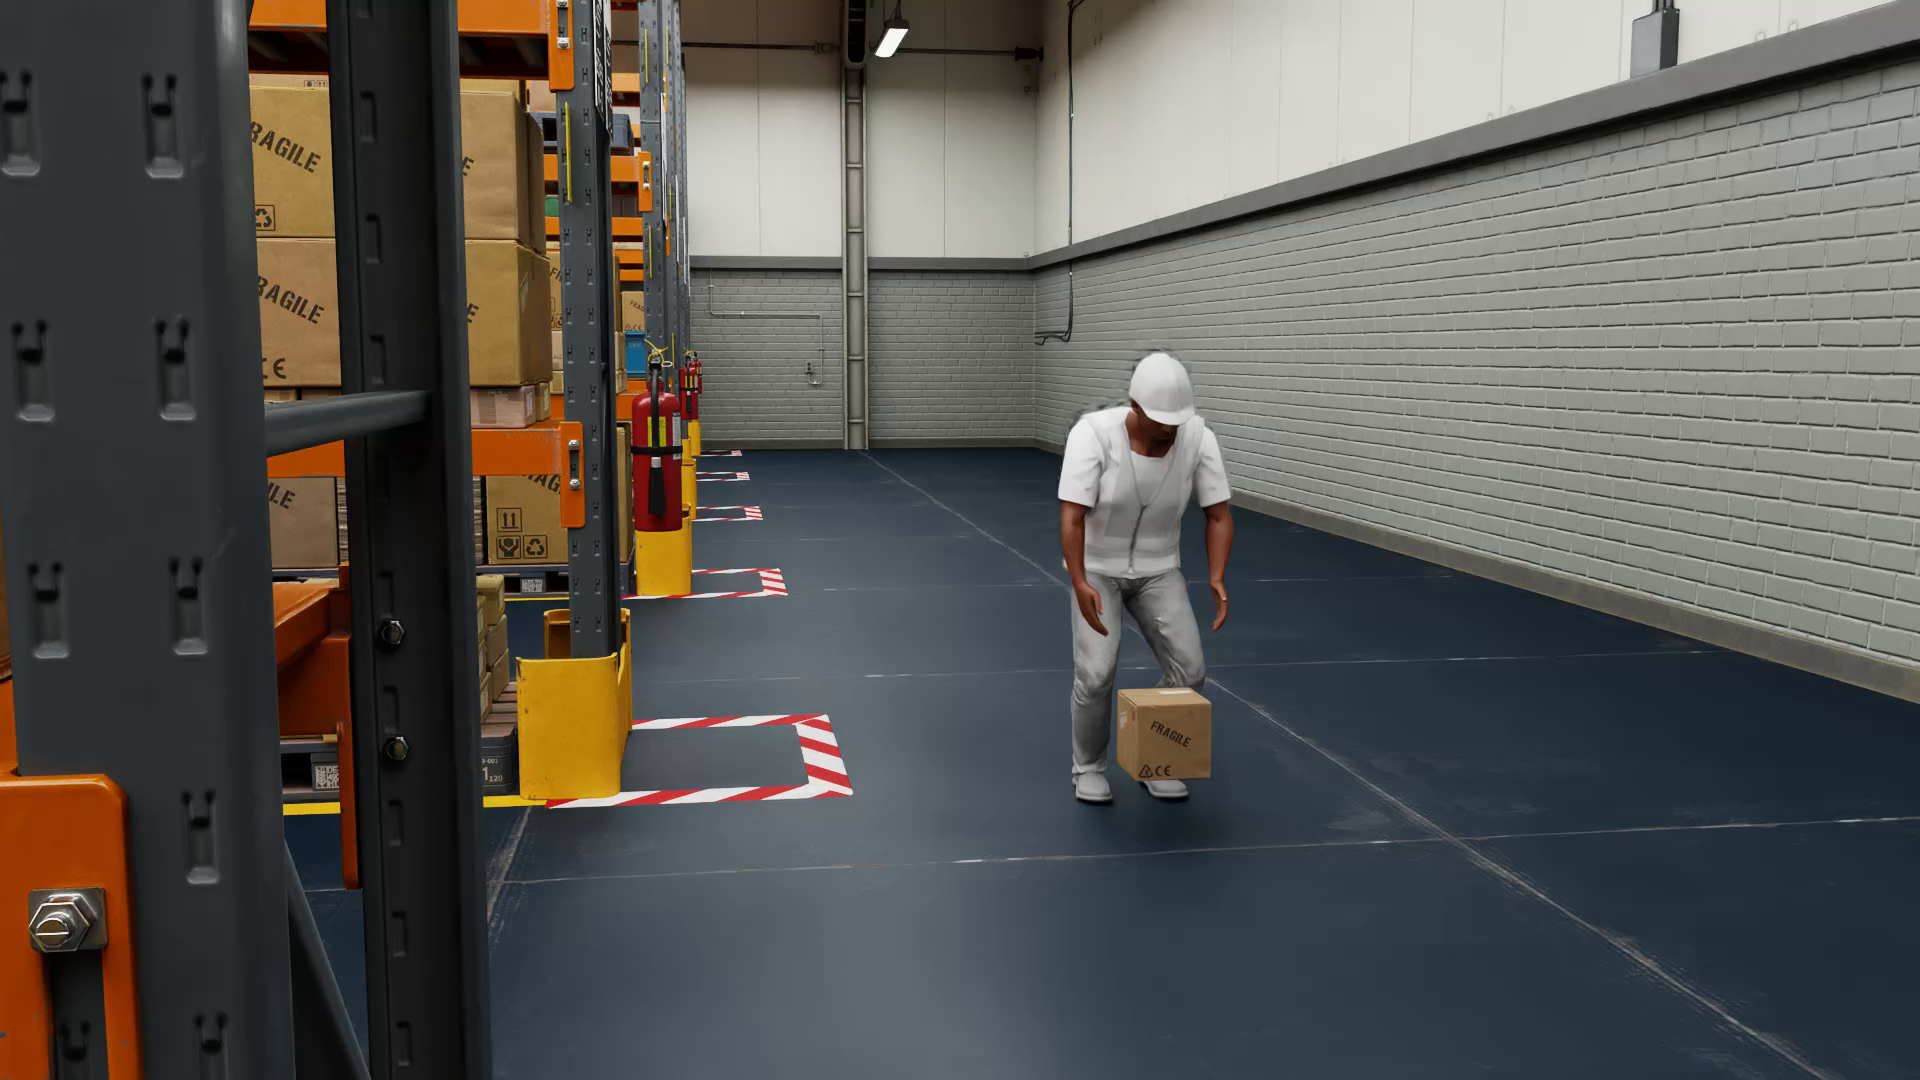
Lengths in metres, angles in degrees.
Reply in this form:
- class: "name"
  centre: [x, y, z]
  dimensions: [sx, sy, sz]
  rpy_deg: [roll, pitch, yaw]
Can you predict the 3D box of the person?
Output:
- class: "person"
  centre: [0.642, 0.134, 5.836]
  dimensions: [0.622, 1.563, 0.644]
  rpy_deg: [-1, 7, -8]
